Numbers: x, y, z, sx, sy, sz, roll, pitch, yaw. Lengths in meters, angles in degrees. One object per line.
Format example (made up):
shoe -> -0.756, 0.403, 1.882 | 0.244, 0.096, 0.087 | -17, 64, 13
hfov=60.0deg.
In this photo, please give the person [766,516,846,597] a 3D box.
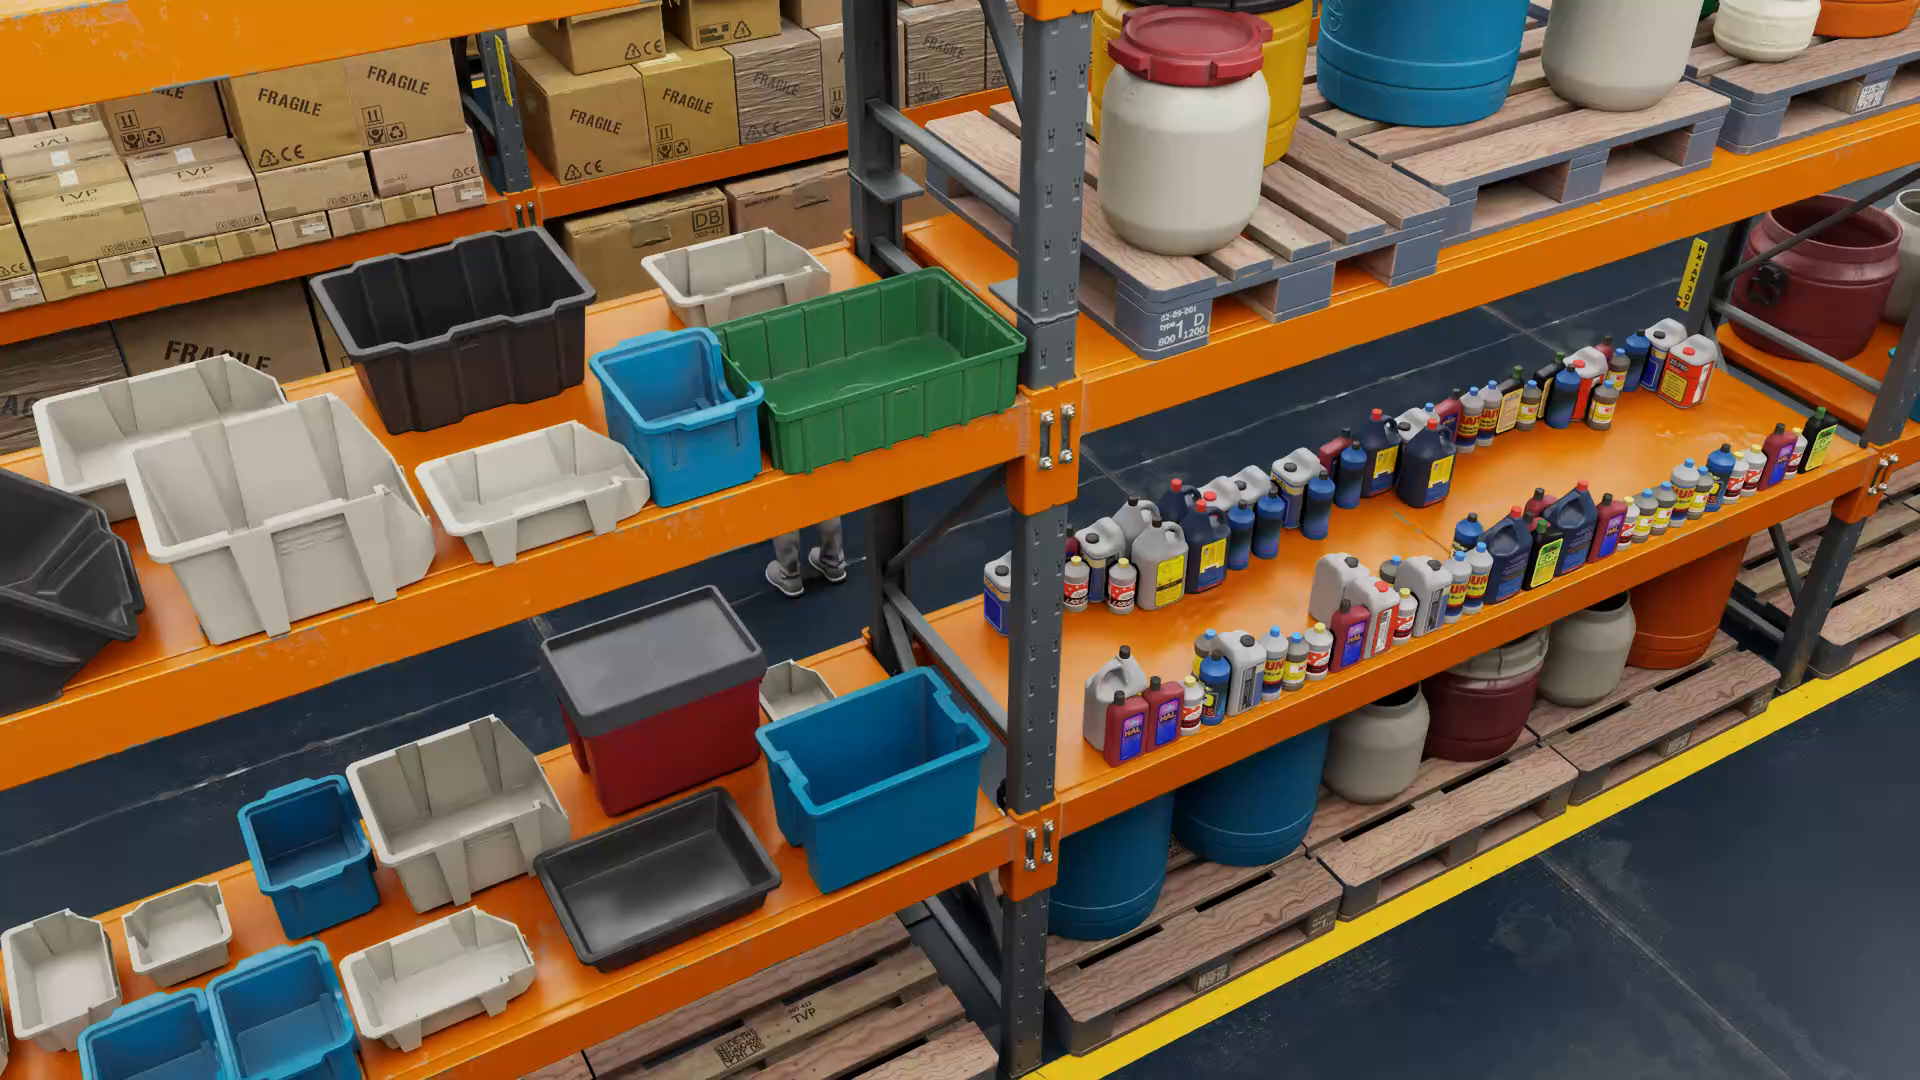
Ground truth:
person -> -0.771, -0.476, 7.564 | 0.471, 1.662, 0.327 | -18, 41, -23
